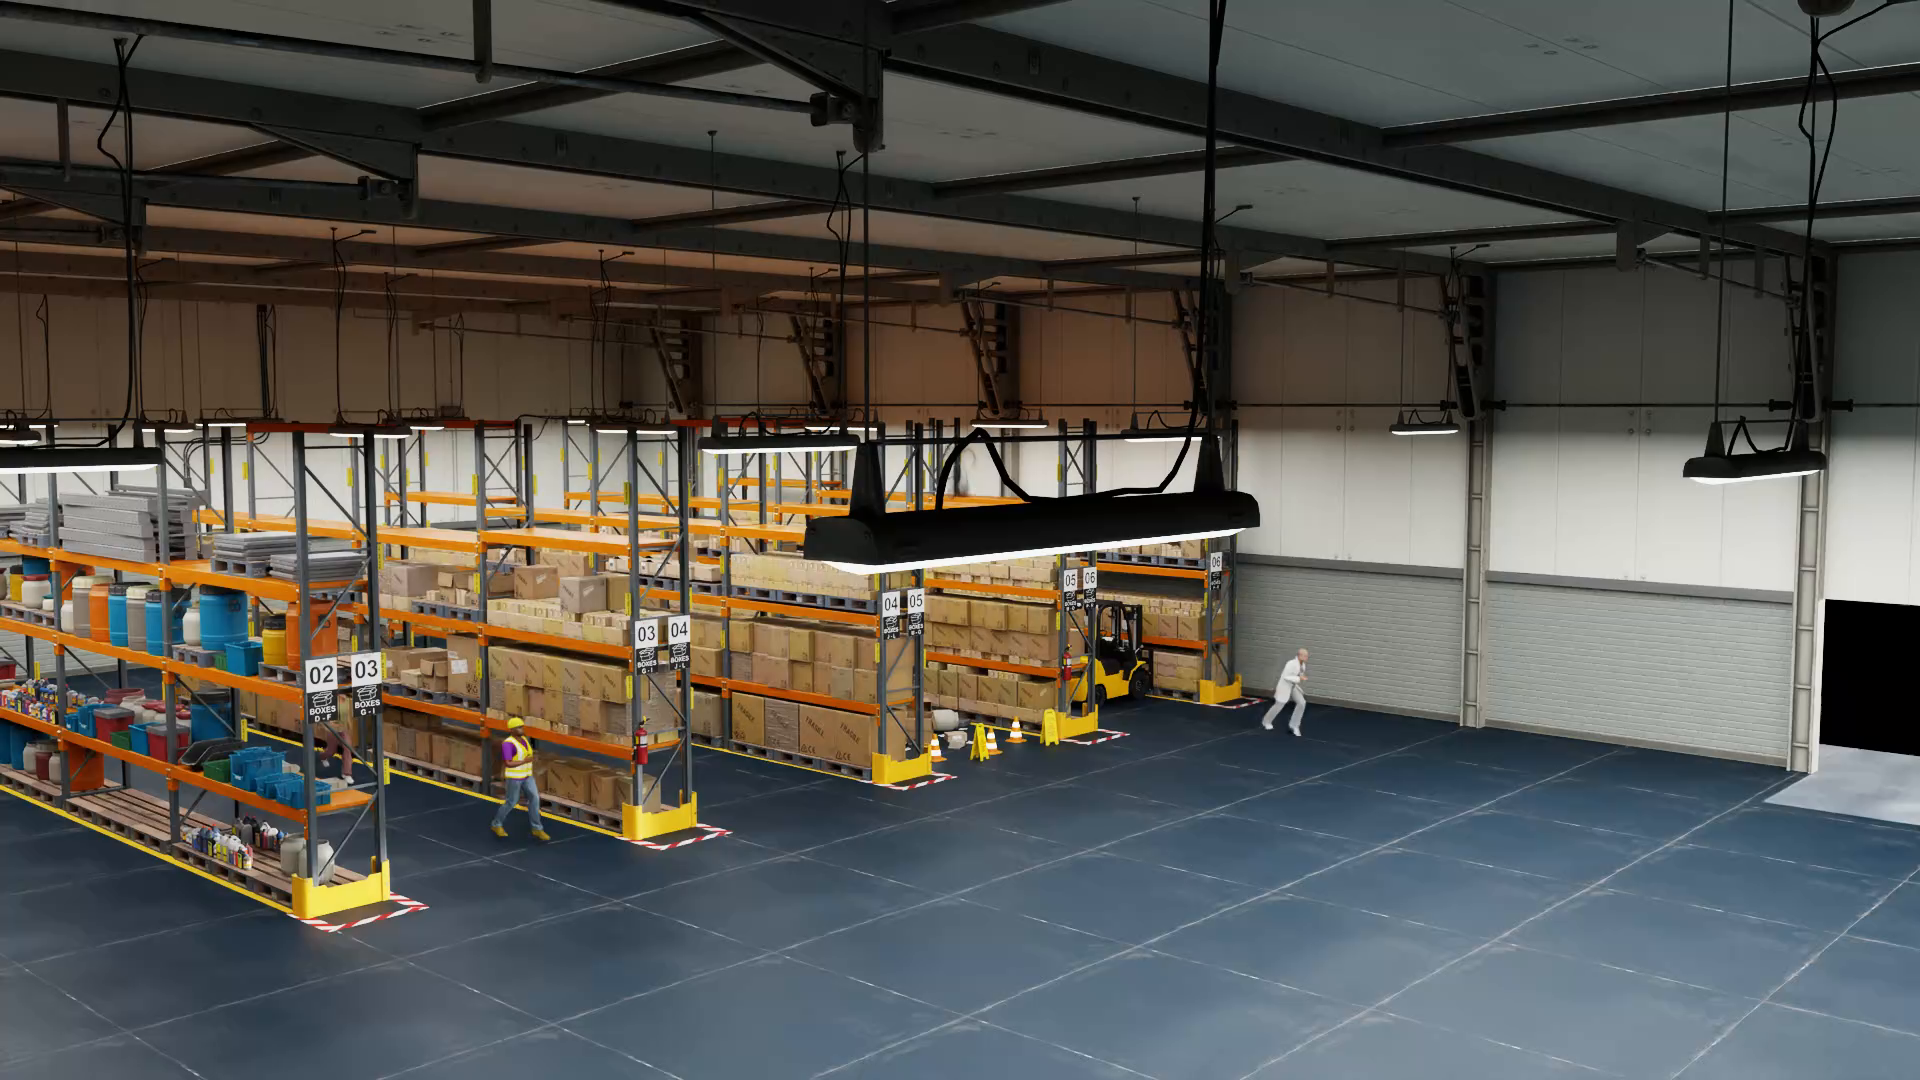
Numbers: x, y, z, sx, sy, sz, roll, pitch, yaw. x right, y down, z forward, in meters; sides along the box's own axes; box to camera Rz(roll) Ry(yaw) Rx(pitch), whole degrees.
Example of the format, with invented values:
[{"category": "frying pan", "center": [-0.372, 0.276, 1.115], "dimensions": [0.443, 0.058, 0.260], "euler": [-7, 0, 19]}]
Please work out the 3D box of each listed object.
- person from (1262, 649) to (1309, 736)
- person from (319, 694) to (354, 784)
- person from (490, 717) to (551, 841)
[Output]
[{"category": "person", "center": [6.284, 2.915, 31.970], "dimensions": [1.072, 1.729, 0.752], "euler": [4, 6, 43]}, {"category": "person", "center": [-10.519, 3.241, 28.050], "dimensions": [1.060, 1.641, 0.579], "euler": [4, 6, 41]}, {"category": "person", "center": [-6.395, 3.459, 24.097], "dimensions": [0.882, 1.798, 0.695], "euler": [2, 5, 22]}]
